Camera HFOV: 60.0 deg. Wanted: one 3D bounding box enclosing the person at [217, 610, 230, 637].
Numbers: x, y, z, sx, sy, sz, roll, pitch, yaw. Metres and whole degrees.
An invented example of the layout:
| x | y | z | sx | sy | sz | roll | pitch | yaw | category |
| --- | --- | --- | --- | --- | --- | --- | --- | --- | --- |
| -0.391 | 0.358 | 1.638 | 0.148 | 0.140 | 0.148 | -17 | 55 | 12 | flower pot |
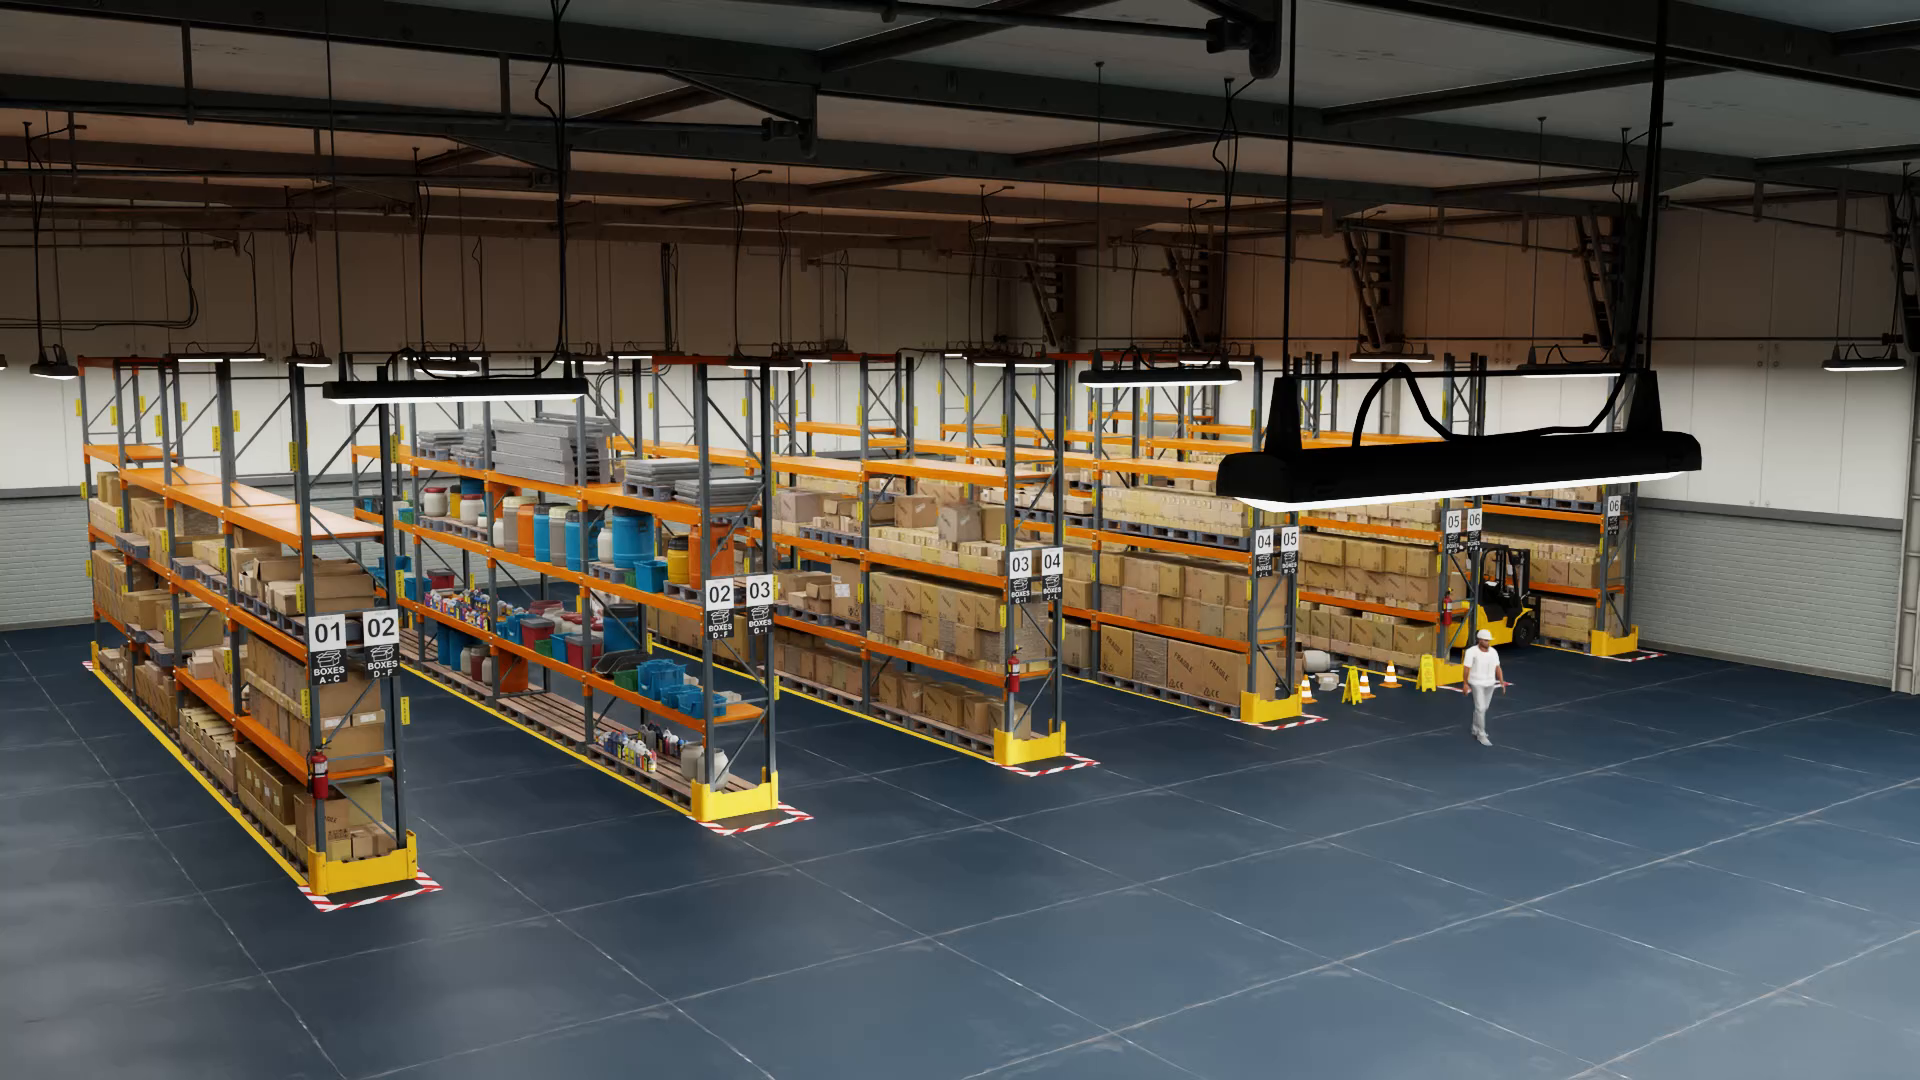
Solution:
| x | y | z | sx | sy | sz | roll | pitch | yaw | category |
| --- | --- | --- | --- | --- | --- | --- | --- | --- | --- |
| -14.087 | 1.608 | 32.183 | 0.696 | 1.665 | 0.698 | -4 | 8 | -28 | person |

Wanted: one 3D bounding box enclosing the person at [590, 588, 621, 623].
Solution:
| x | y | z | sx | sy | sz | roll | pitch | yaw | category |
| --- | --- | --- | --- | --- | --- | --- | --- | --- | --- |
| -7.164 | 1.446 | 33.508 | 0.732 | 1.685 | 0.653 | -4 | 8 | -27 | person |

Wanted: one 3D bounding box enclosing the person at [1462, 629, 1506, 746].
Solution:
| x | y | z | sx | sy | sz | roll | pitch | yaw | category |
| --- | --- | --- | --- | --- | --- | --- | --- | --- | --- |
| 8.254 | 2.293 | 26.187 | 0.642 | 1.790 | 0.641 | -2 | 7 | -18 | person |
